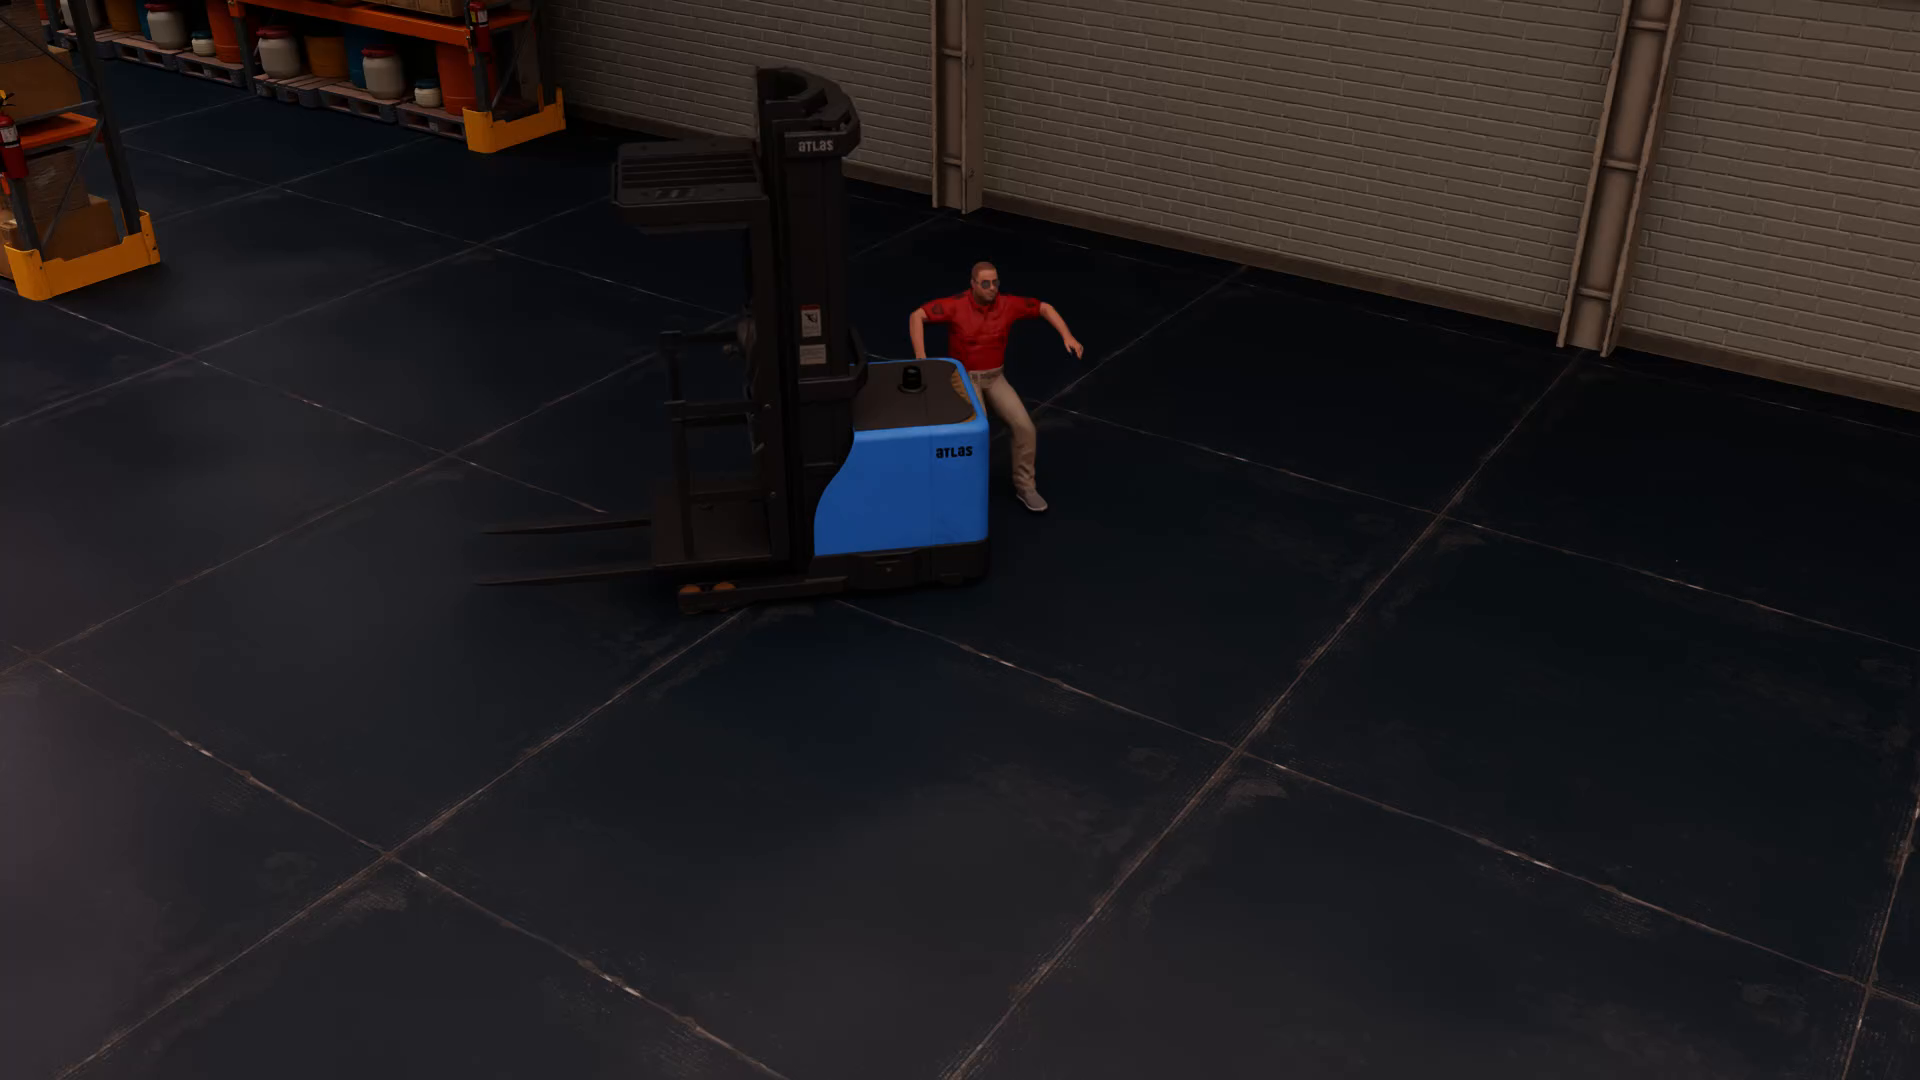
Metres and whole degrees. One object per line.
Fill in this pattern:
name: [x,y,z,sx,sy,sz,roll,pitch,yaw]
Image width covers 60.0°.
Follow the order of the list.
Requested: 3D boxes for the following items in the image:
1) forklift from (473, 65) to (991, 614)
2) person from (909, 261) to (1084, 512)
forklift: [-1.383,-1.118,9.507,3.031,2.935,1.130,-5,31,-9]
person: [0.228,-0.970,10.639,1.122,1.529,0.812,-12,32,-20]
